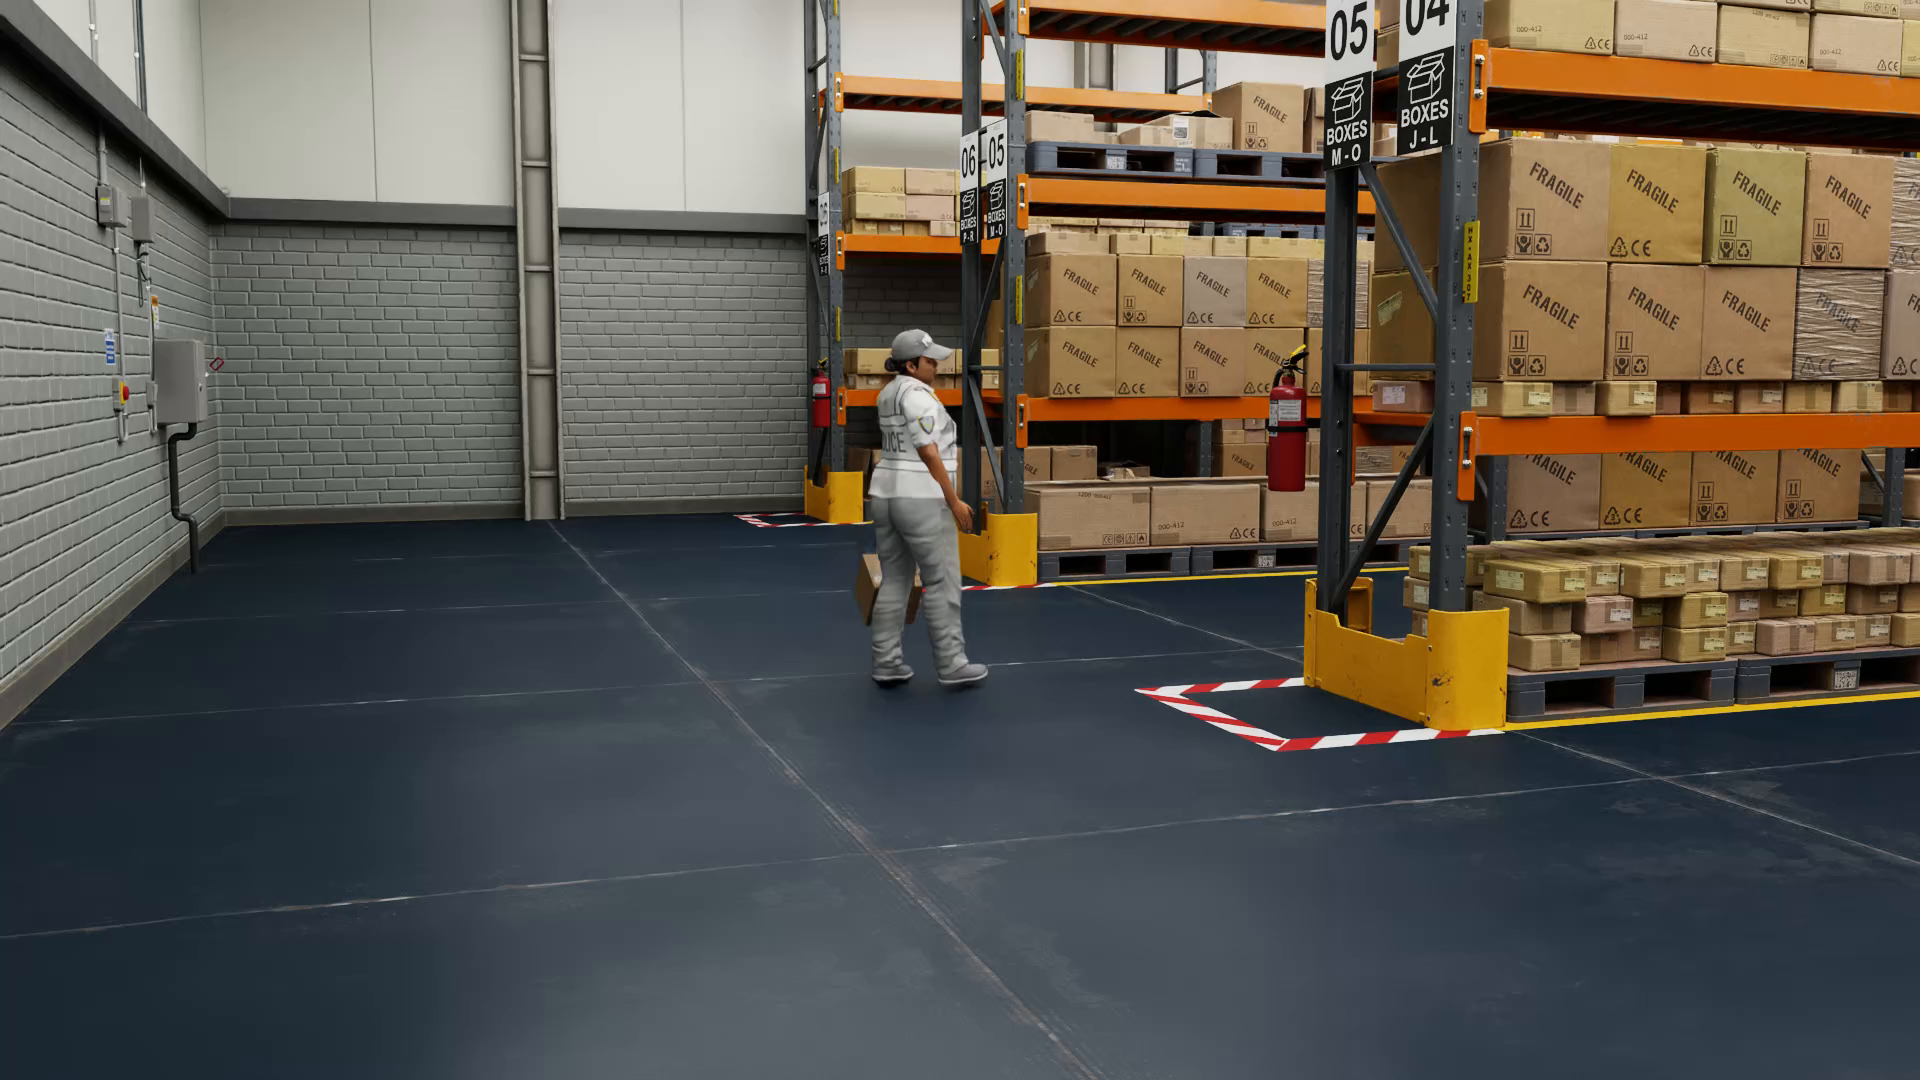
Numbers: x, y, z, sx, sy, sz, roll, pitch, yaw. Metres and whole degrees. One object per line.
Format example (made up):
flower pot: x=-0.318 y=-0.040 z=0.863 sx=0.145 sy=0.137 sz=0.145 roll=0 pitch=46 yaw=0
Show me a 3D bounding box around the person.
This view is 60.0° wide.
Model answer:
person: x=-0.154 y=-0.149 z=7.827 sx=0.534 sy=1.670 sz=0.520 roll=-3 pitch=7 yaw=-30
